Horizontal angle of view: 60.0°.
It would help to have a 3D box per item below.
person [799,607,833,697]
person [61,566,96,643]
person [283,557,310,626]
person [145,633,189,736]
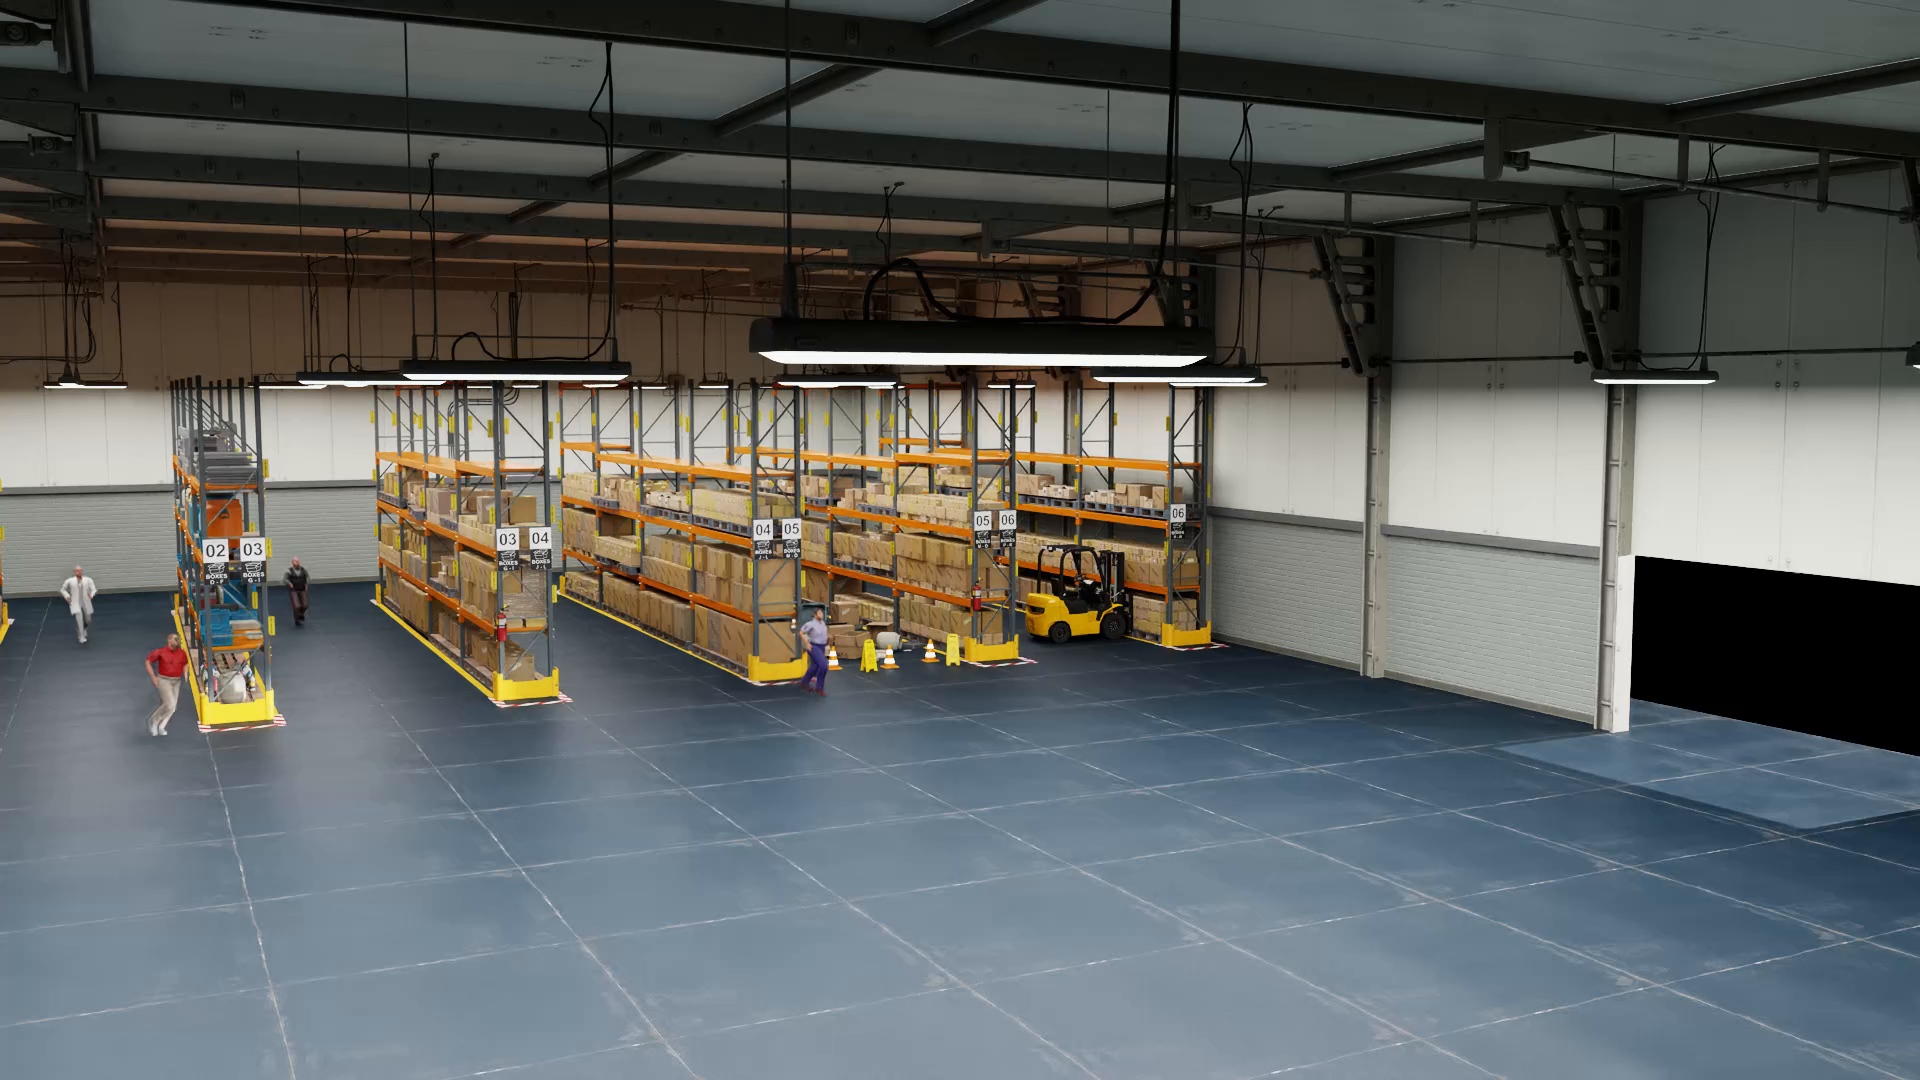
[{"bbox_3d":[-2.725,2.120,31.452,0.721,1.710,0.583,2,6,24],"label":"person"},{"bbox_3d":[-20.177,1.469,38.106,0.715,1.733,0.812,-4,6,-38],"label":"person"},{"bbox_3d":[-16.246,1.259,40.792,0.655,1.674,0.601,-3,6,-34],"label":"person"},{"bbox_3d":[-13.208,2.412,27.840,0.574,1.675,0.720,3,6,26],"label":"person"}]
